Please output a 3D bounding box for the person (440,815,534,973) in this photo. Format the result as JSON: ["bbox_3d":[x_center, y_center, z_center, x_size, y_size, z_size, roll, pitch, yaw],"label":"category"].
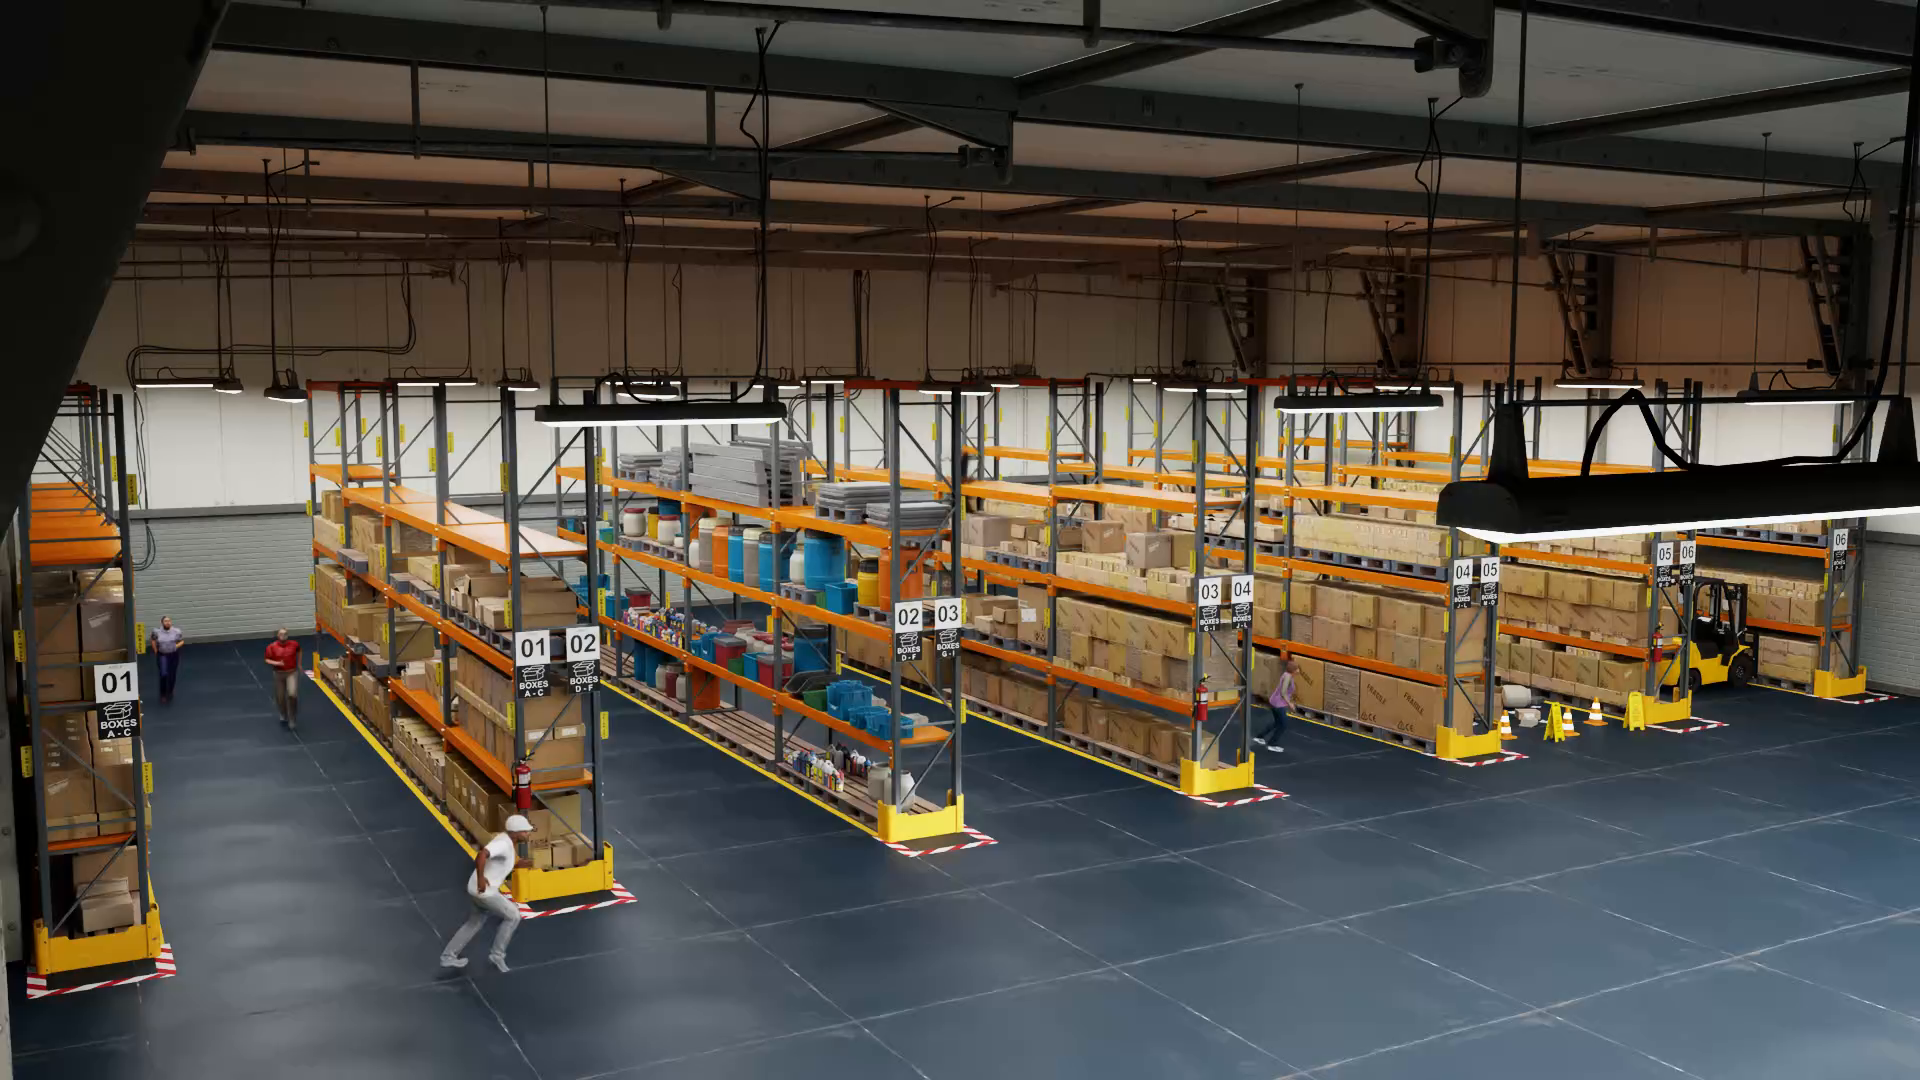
[{"bbox_3d":[-4.909,3.708,17.240,0.984,1.686,0.753,-1,6,-13],"label":"person"}]

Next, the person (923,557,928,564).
[{"bbox_3d":[-1.029,1.205,40.139,0.744,1.791,0.710,-2,6,-19],"label":"person"}]

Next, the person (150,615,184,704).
[{"bbox_3d":[-14.815,2.234,31.124,0.554,1.636,0.754,-4,7,-32],"label":"person"}]

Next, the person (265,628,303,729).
[{"bbox_3d":[-11.765,2.410,28.964,0.611,1.791,0.855,-3,7,-23],"label":"person"}]

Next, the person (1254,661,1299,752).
[{"bbox_3d":[5.155,2.703,27.096,0.713,1.525,0.519,1,6,12],"label":"person"}]
